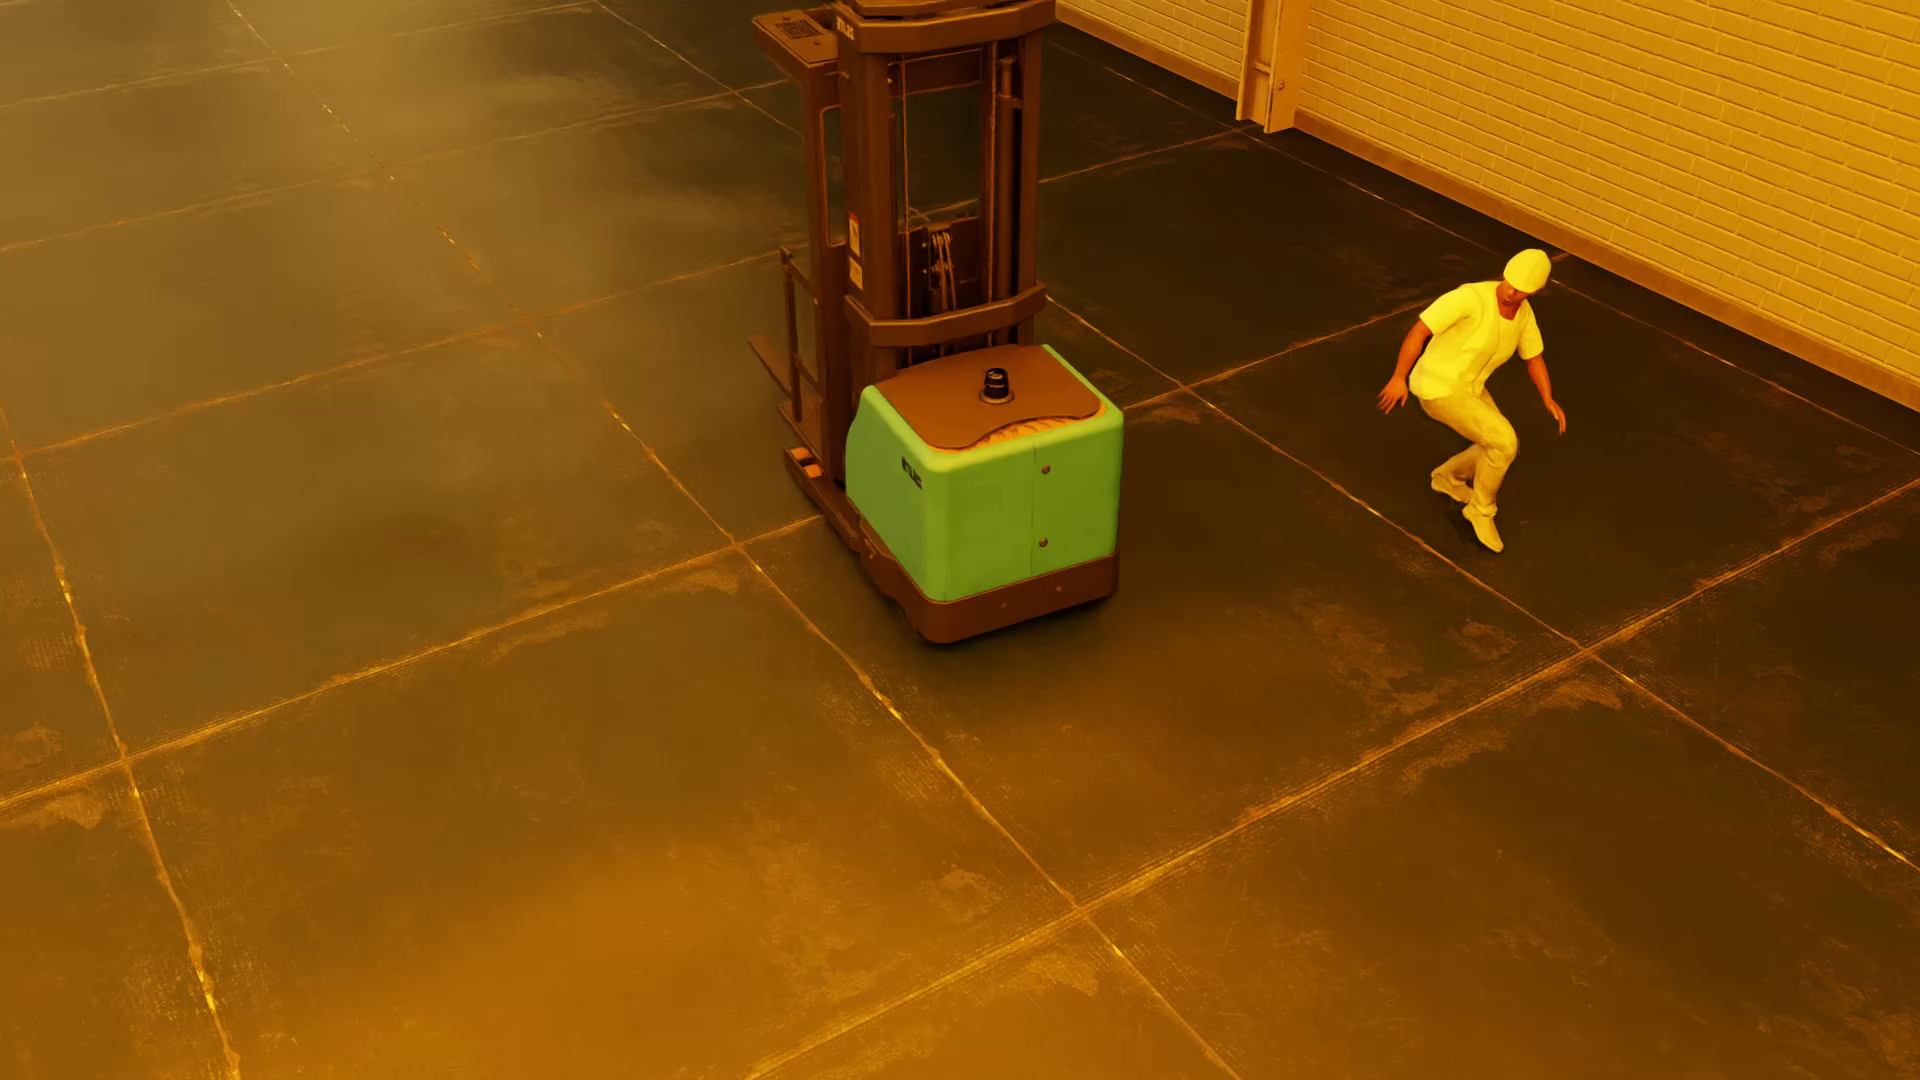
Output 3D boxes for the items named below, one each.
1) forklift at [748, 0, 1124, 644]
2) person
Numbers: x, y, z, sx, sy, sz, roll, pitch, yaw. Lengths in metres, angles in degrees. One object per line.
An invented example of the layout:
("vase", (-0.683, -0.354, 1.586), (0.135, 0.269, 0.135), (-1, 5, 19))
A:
("forklift", (-0.318, -1.543, 8.344), (1.130, 2.935, 3.031), (-16, 38, -21))
("person", (2.648, -0.730, 8.422), (0.810, 1.544, 0.774), (-29, 44, -34))
